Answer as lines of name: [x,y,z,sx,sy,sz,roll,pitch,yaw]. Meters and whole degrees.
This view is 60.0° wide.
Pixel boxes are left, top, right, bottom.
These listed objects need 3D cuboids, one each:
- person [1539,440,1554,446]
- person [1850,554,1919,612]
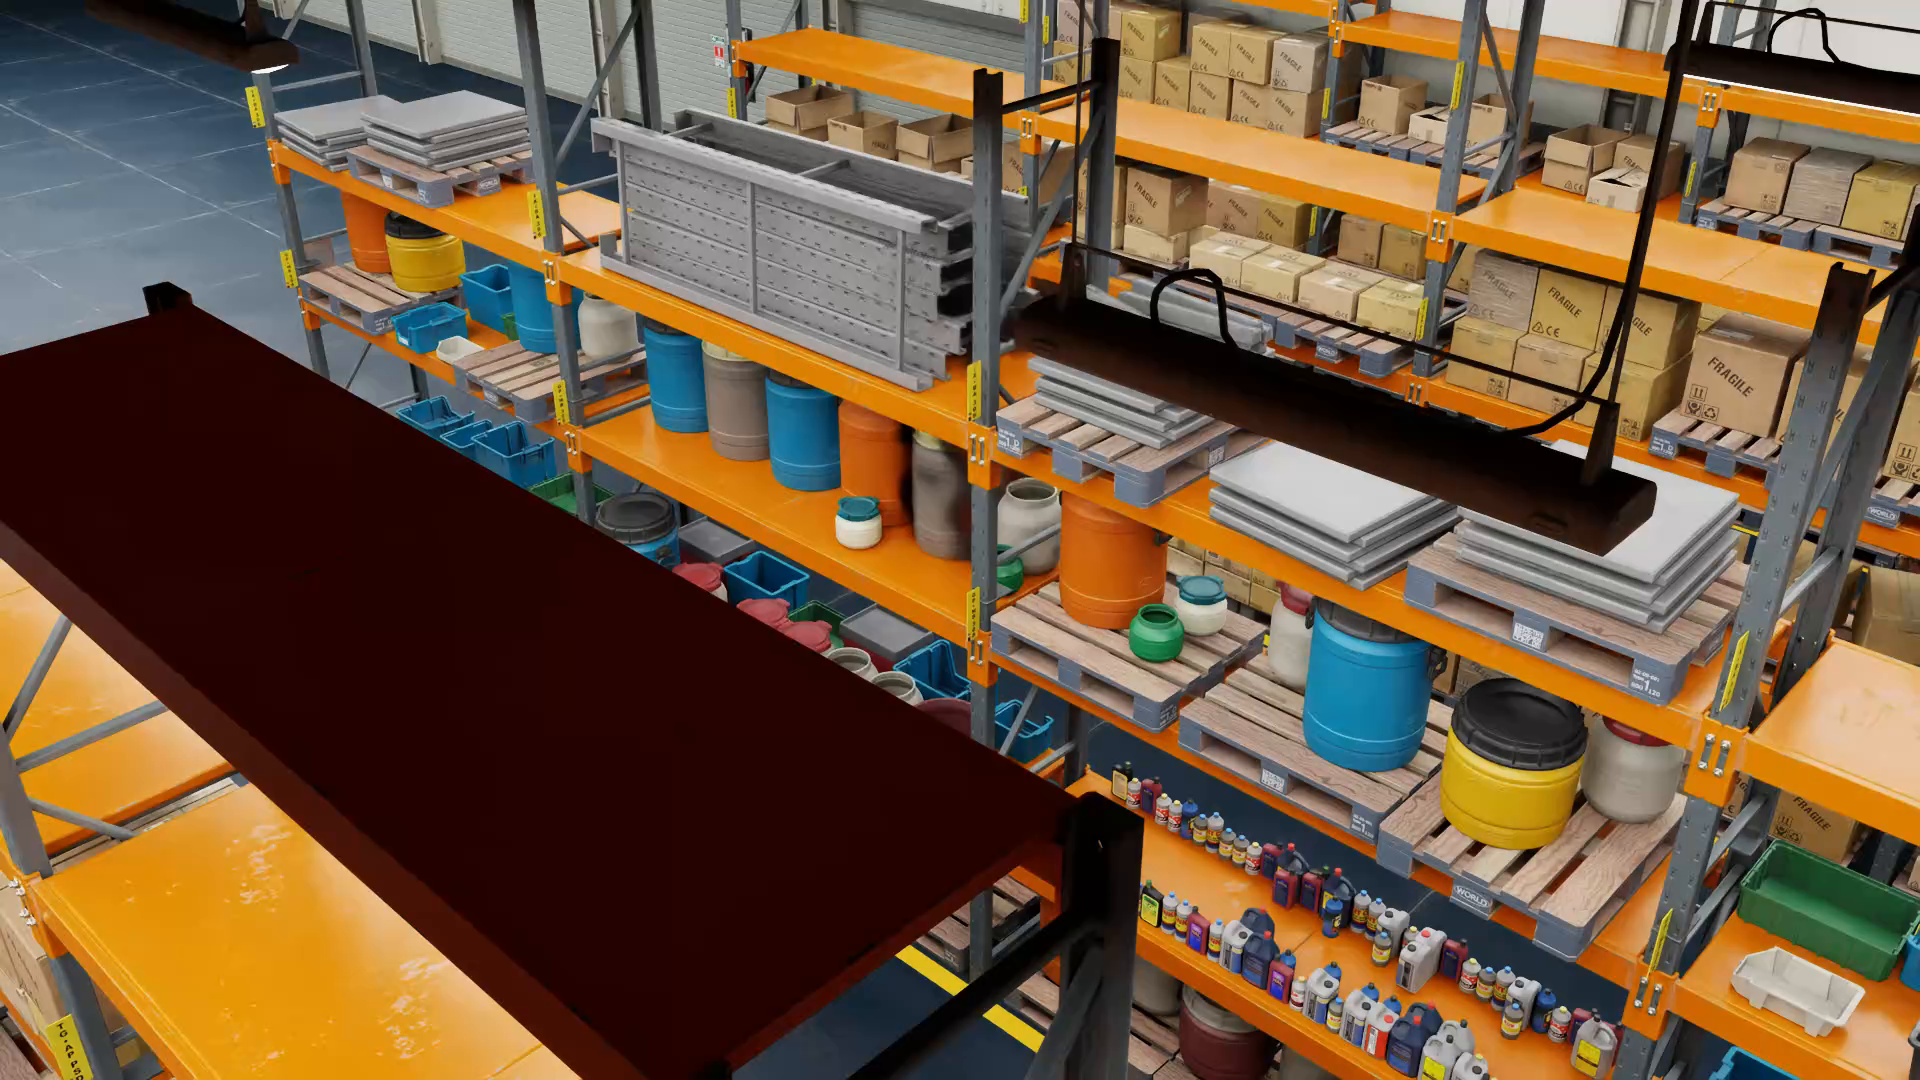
person: [5.553,-0.500,15.502,0.796,1.666,0.528,18,34,29]
person: [7.302,0.734,13.137,0.653,1.754,0.659,22,36,33]
